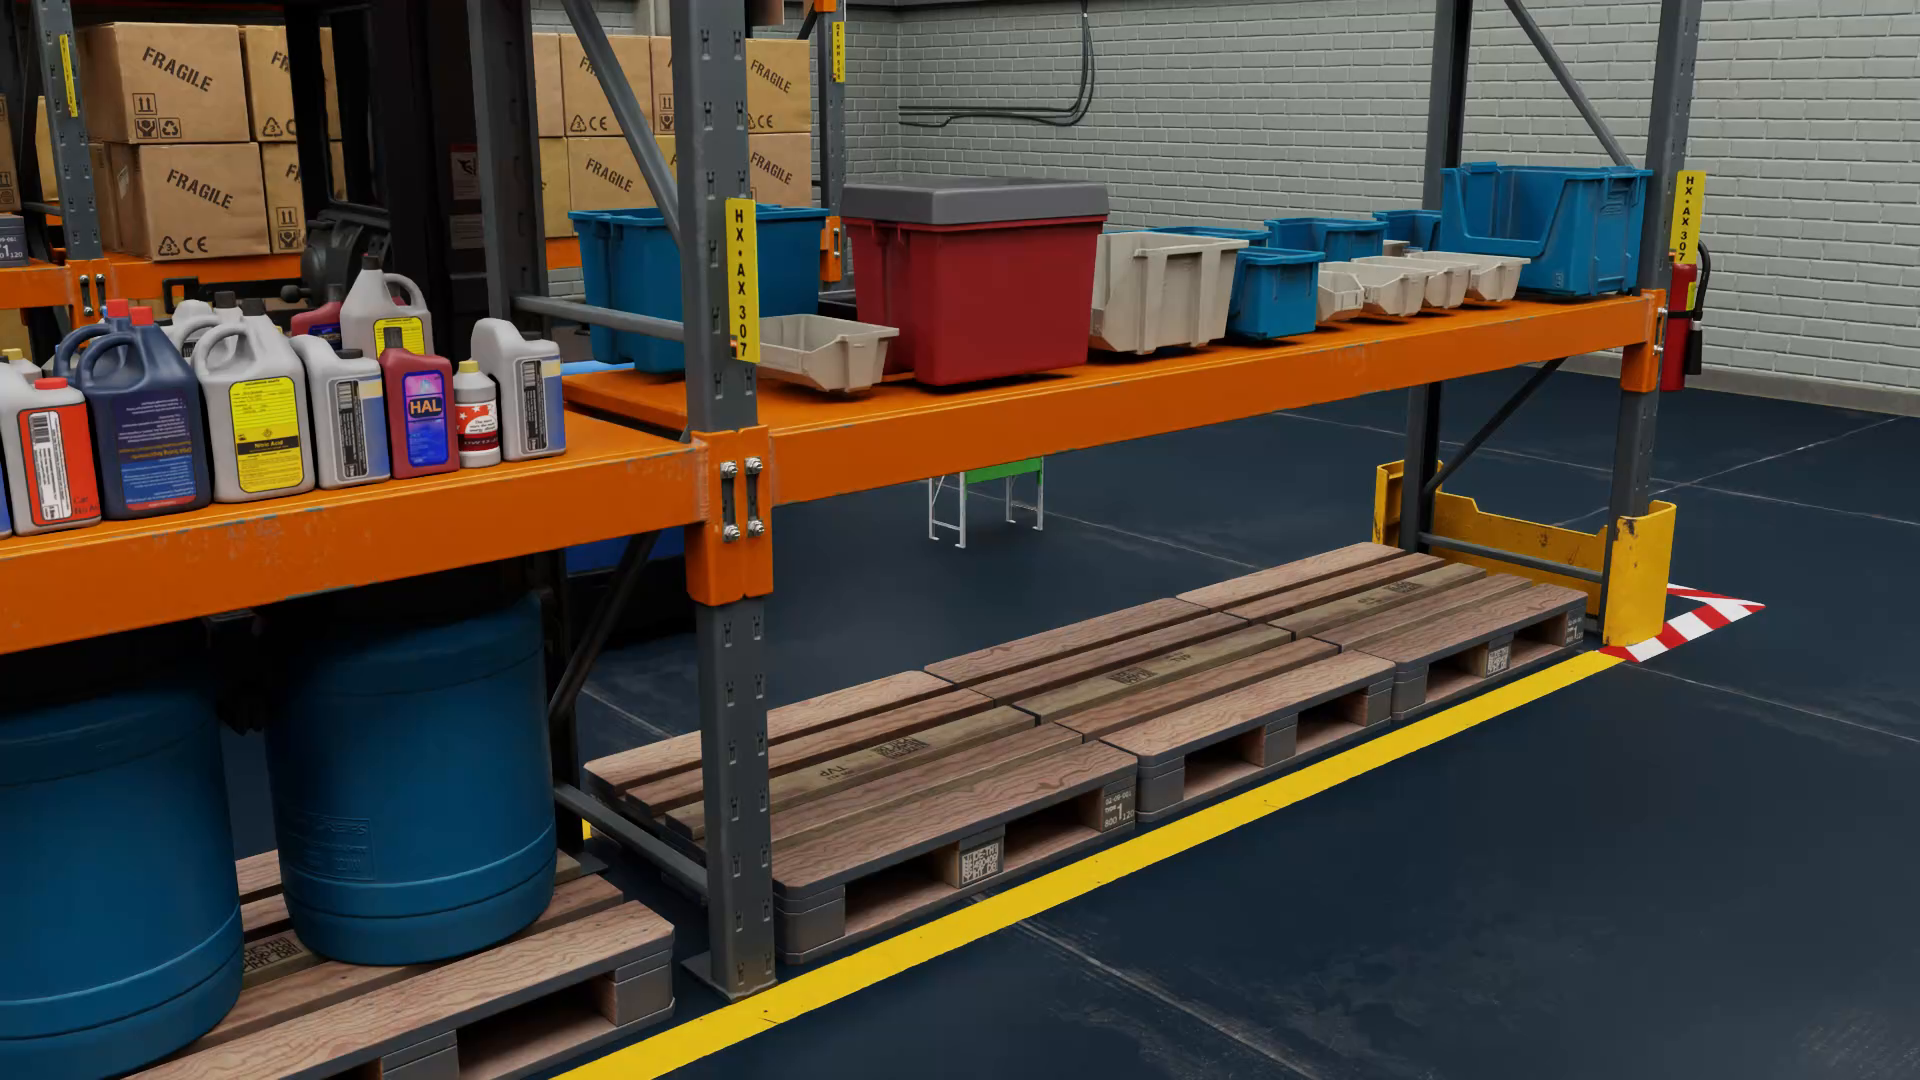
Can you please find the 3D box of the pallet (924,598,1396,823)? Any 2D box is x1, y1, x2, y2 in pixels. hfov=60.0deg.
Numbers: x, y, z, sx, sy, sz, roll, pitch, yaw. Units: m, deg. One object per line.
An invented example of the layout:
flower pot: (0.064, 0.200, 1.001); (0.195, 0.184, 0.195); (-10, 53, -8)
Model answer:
pallet: (0.651, 0.509, 5.436); (1.213, 0.211, 1.003); (-13, 19, -39)

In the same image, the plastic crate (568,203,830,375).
plastic crate: (-0.671, -0.665, 4.343); (0.575, 0.384, 0.392); (-13, 19, -39)

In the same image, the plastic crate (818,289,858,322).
plastic crate: (-0.131, -0.637, 4.737); (0.590, 0.125, 0.437); (-13, 19, -39)

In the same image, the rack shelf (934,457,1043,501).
rack shelf: (0.125, -0.314, 7.779); (0.480, 0.148, 0.258); (-13, 19, -39)

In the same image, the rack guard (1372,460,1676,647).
rack guard: (2.228, 0.025, 6.688); (0.348, 0.500, 1.175); (-13, 19, -39)

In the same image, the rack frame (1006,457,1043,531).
rack frame: (0.309, -0.649, 7.855); (0.015, 1.200, 0.240); (-13, 19, -39)

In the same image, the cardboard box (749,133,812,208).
cardboard box: (-1.190, -2.061, 9.458); (0.500, 0.500, 0.500); (-12, 19, -38)

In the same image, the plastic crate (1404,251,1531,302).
plastic crate: (1.722, -0.904, 5.718); (0.243, 0.136, 0.396); (-13, 19, -39)

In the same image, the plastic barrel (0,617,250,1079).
plastic barrel: (-1.755, 0.521, 3.239); (0.708, 0.901, 0.600); (-13, 19, -39)

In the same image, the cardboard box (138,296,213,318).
cardboard box: (-5.901, -1.700, 12.333); (0.500, 0.500, 0.700); (-12, 19, -38)

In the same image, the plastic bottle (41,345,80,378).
plastic bottle: (-1.853, -0.306, 3.466); (0.097, 0.201, 0.097); (0, 15, 0)

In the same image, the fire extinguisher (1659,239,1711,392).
fire extinguisher: (2.630, -0.896, 6.163); (0.183, 0.674, 0.296); (-13, 19, -39)

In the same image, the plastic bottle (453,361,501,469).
plastic bottle: (-0.954, -0.248, 3.251); (0.097, 0.201, 0.097); (0, 15, 0)

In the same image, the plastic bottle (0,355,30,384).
plastic bottle: (-1.636, -0.181, 2.863); (0.097, 0.271, 0.097); (0, 15, 0)

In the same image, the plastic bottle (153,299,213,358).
plastic bottle: (-1.674, -0.372, 3.572); (0.135, 0.276, 0.152); (-13, 19, -39)

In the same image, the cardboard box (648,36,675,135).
cardboard box: (-1.566, -2.458, 9.008); (0.500, 0.500, 0.500); (-12, 19, -38)

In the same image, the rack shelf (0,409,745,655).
rack shelf: (-2.308, 0.188, 2.628); (4.000, 0.370, 1.077); (-13, 19, -39)

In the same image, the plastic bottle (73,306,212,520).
plastic bottle: (-1.417, -0.224, 2.872); (0.185, 0.351, 0.144); (-13, 19, -39)

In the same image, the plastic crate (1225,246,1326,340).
plastic crate: (0.837, -0.726, 4.865); (0.300, 0.233, 0.416); (-13, 19, -39)

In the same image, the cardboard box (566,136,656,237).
cardboard box: (-1.959, -1.889, 8.814); (0.500, 0.500, 0.500); (-12, 19, -39)

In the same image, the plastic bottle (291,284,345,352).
plastic bottle: (-1.456, -0.441, 3.813); (0.133, 0.283, 0.061); (-13, 19, -39)

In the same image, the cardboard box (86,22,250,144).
cardboard box: (-3.508, -2.020, 7.368); (0.500, 0.500, 0.500); (-12, 19, -38)

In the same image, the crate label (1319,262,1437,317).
crate label: (1.300, -0.806, 5.350); (0.243, 0.136, 0.396); (-13, 19, -39)

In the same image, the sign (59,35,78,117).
sign: (-3.681, -1.915, 6.865); (0.005, 0.325, 0.100); (-13, 19, -39)

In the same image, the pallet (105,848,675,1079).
pallet: (-1.409, 0.971, 3.705); (1.213, 0.211, 1.003); (-13, 19, -39)

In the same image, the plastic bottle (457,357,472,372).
plastic bottle: (-0.980, -0.294, 3.423); (0.097, 0.201, 0.097); (0, 15, 0)

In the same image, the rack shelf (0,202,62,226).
rack shelf: (-5.794, -2.419, 12.386); (4.000, 0.370, 1.077); (-13, 19, -39)

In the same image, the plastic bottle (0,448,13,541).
plastic bottle: (-1.642, -0.139, 2.698); (0.135, 0.276, 0.152); (-13, 19, -39)

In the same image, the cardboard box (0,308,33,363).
cardboard box: (-6.671, -1.529, 11.692); (0.500, 0.500, 0.700); (-12, 19, -39)

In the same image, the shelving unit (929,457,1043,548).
shelving unit: (0.125, -0.608, 7.700); (0.503, 1.200, 0.258); (-13, 19, -39)

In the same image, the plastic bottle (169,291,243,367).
plastic bottle: (-1.372, -0.283, 3.094); (0.185, 0.351, 0.144); (-13, 19, -39)

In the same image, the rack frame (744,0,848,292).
rack frame: (-1.030, -2.141, 9.953); (0.127, 3.000, 1.000); (-13, 19, -39)

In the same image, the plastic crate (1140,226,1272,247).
plastic crate: (0.823, -0.924, 5.603); (0.300, 0.233, 0.416); (-13, 19, -39)

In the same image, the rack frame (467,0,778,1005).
rack frame: (-0.799, -0.499, 3.804); (0.127, 3.000, 1.000); (-13, 19, -39)

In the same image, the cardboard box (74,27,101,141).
cardboard box: (-3.836, -2.131, 7.784); (0.500, 0.500, 0.500); (-13, 19, -39)

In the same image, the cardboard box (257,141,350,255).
cardboard box: (-3.100, -1.632, 7.855); (0.500, 0.500, 0.500); (-12, 19, -38)

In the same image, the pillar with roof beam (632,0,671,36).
pillar with roof beam: (0.010, -5.791, 11.992); (0.400, 9.000, 9.100); (-13, 19, -39)

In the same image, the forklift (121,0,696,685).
forklift: (-2.336, -0.991, 5.782); (3.031, 2.935, 1.130); (-10, 18, -34)

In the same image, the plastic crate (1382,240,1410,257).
plastic crate: (1.520, -1.062, 6.307); (0.298, 0.136, 0.250); (-13, 19, -39)

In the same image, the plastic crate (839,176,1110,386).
plastic crate: (0.039, -0.661, 4.171); (0.583, 0.464, 0.402); (-13, 19, -39)

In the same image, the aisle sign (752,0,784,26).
aisle sign: (-1.172, -3.466, 9.875); (0.004, 0.787, 0.394); (-13, 19, -39)

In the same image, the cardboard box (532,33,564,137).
cardboard box: (-2.342, -2.282, 8.350); (0.500, 0.500, 0.500); (-12, 19, -38)

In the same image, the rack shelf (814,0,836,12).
rack shelf: (-2.539, -2.904, 8.391); (4.000, 0.370, 1.077); (-13, 19, -39)

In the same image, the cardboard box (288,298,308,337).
cardboard box: (-5.125, -1.877, 12.996); (0.500, 0.500, 0.700); (-13, 20, -40)

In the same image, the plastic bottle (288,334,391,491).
plastic bottle: (-1.160, -0.247, 3.103); (0.135, 0.276, 0.152); (-13, 19, -39)

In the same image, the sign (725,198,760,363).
sign: (-0.439, -0.525, 3.366); (0.005, 0.325, 0.100); (-13, 19, -39)
